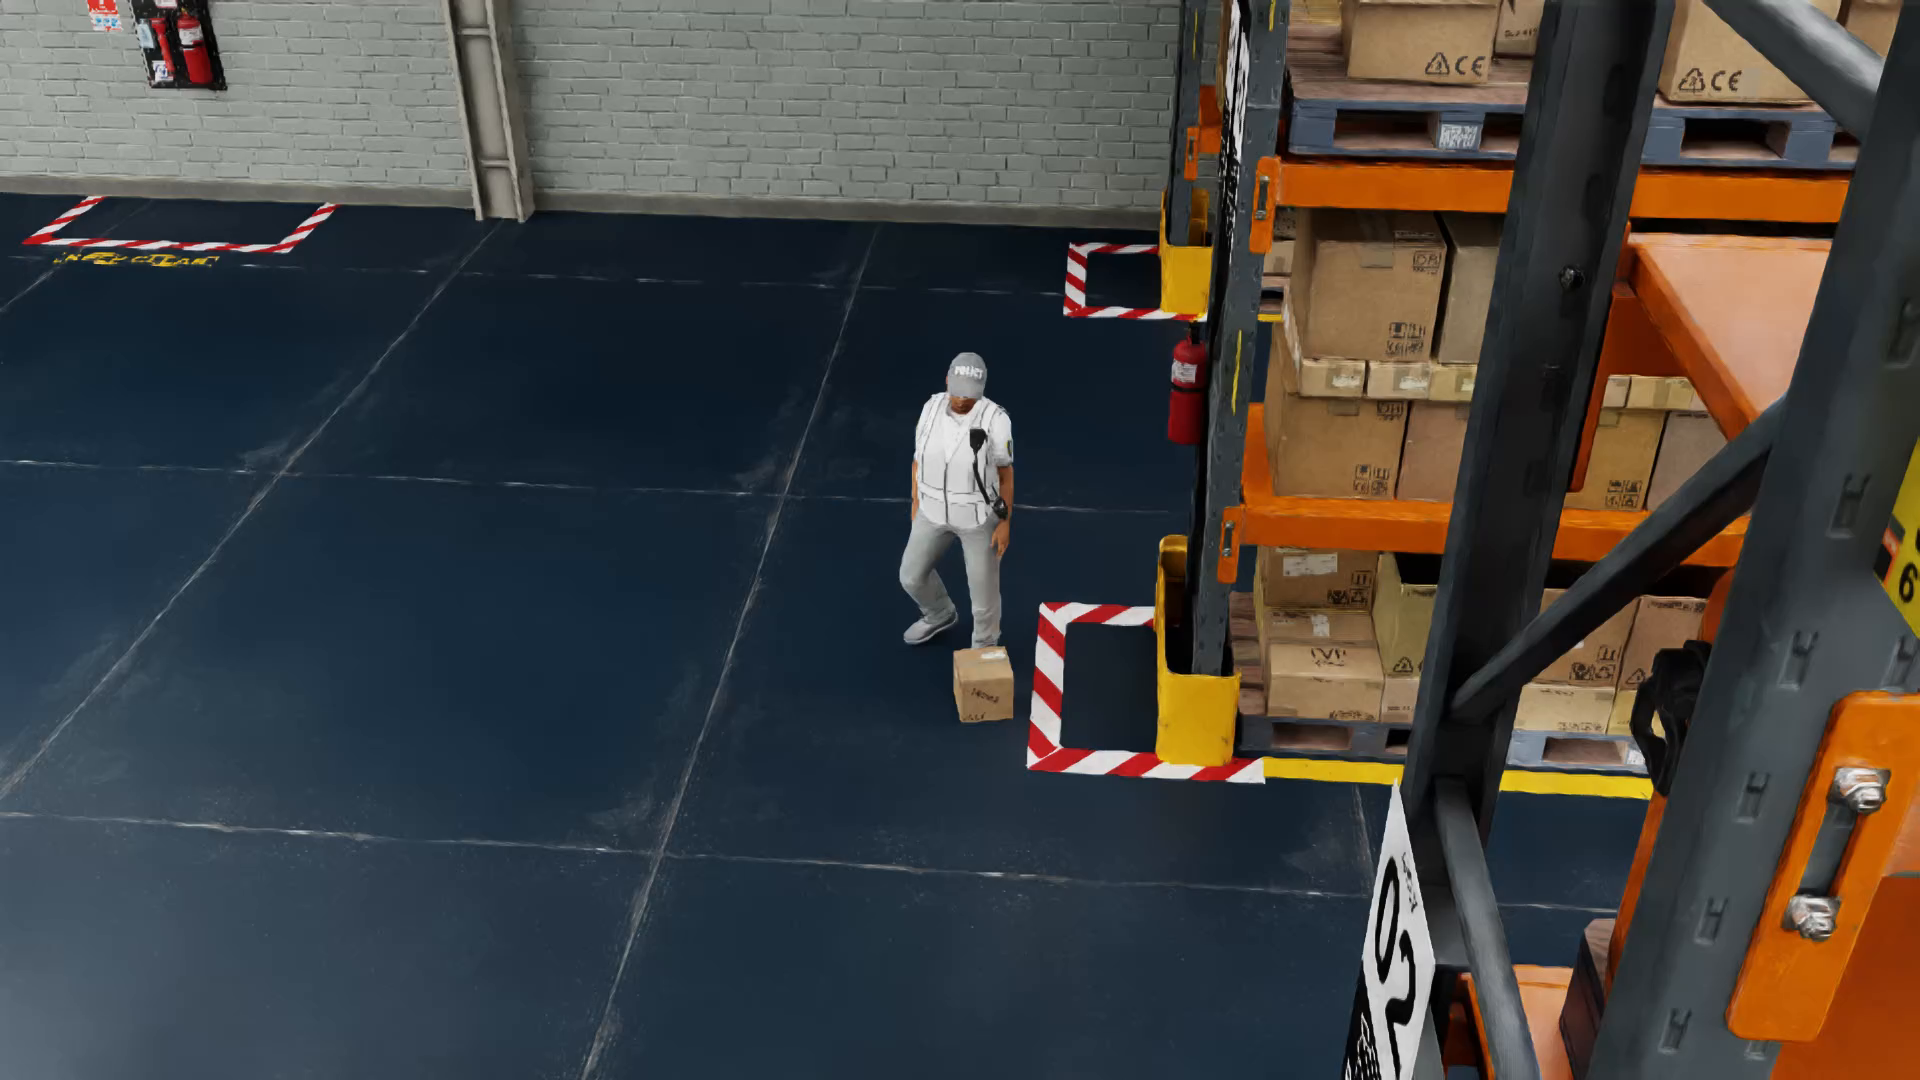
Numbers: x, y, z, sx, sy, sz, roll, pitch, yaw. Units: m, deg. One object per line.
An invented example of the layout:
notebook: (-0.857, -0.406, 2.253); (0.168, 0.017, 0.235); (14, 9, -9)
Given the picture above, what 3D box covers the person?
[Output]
person: (-0.028, -0.133, 7.818); (0.578, 1.662, 0.392); (13, 35, 20)
